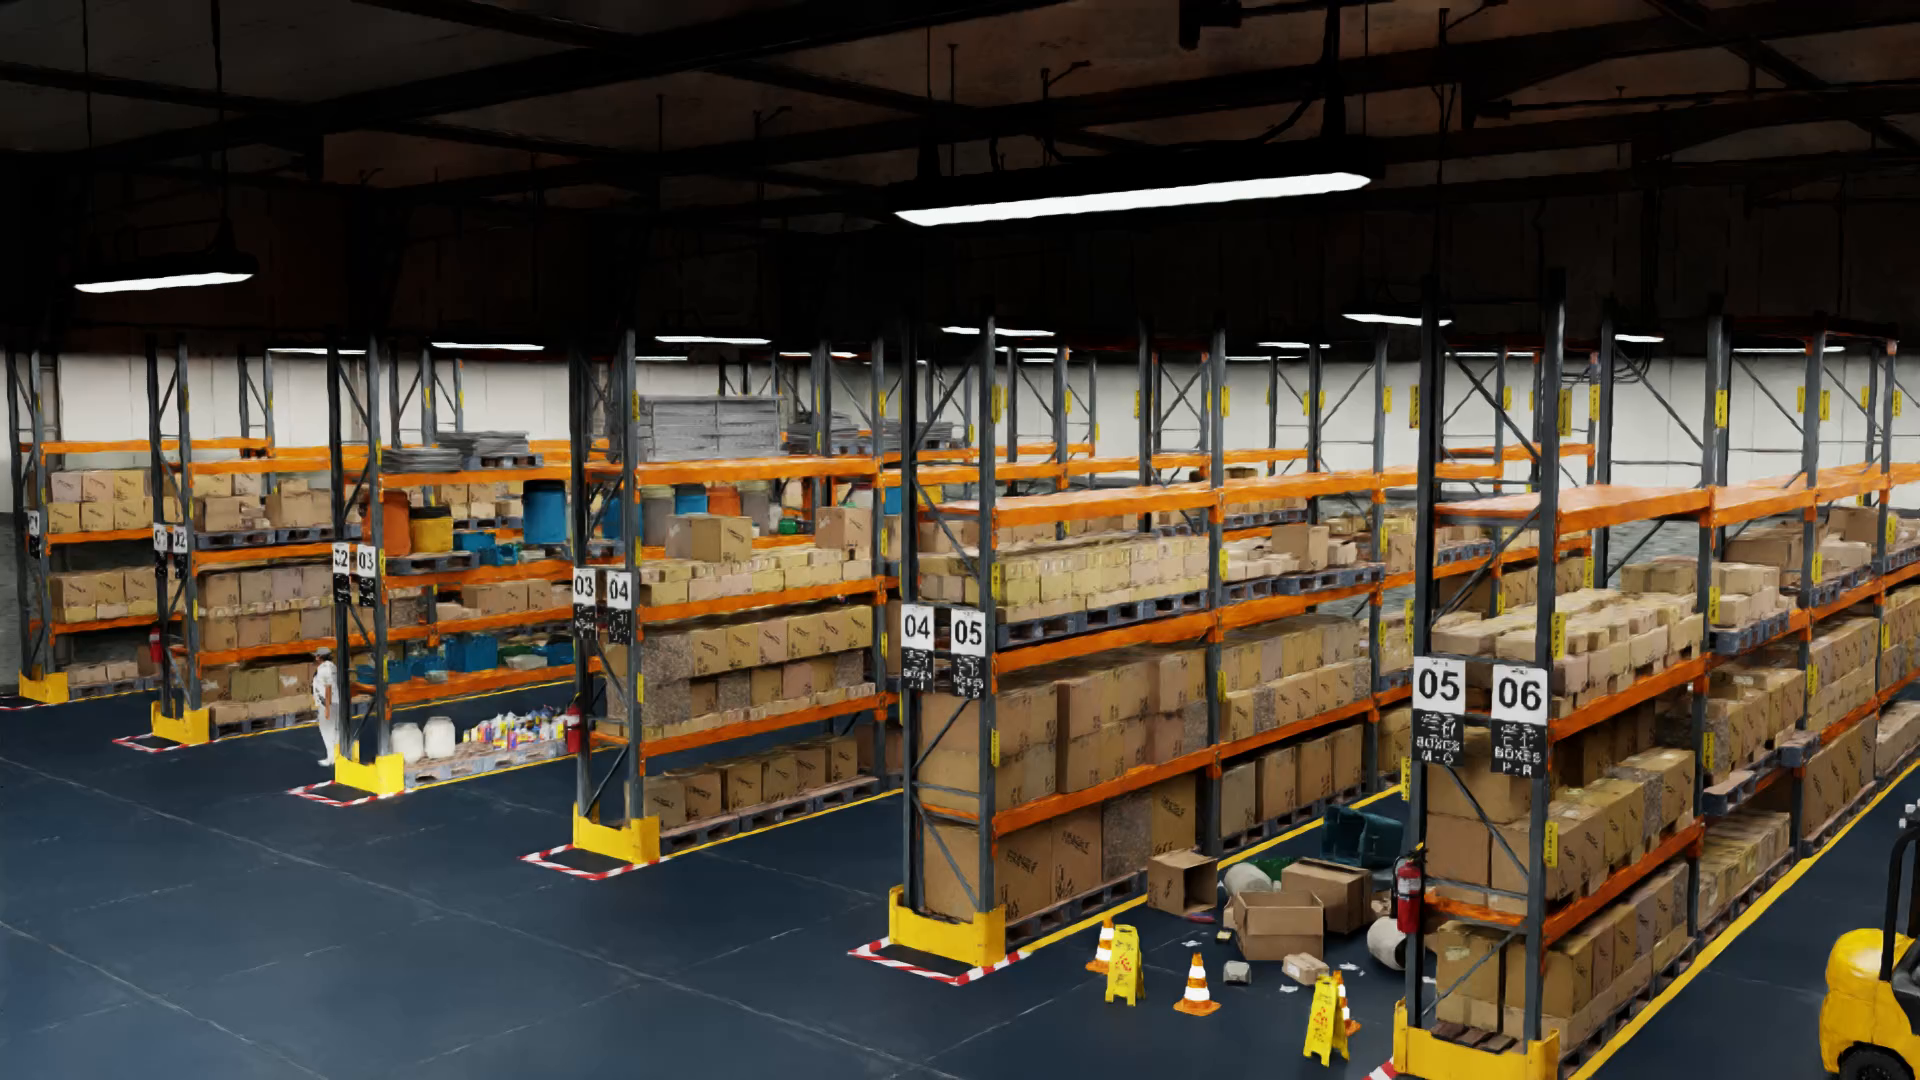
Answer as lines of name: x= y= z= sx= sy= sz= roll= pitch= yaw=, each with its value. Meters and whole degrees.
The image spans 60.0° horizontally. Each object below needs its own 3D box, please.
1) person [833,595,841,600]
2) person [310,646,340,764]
person: x=-2.509 y=1.454 z=32.798 sx=0.566 sy=1.541 sz=0.519 roll=4 pitch=6 yaw=36
person: x=-8.652 y=2.283 z=22.973 sx=0.592 sy=1.649 sz=0.549 roll=-1 pitch=5 yaw=-13
